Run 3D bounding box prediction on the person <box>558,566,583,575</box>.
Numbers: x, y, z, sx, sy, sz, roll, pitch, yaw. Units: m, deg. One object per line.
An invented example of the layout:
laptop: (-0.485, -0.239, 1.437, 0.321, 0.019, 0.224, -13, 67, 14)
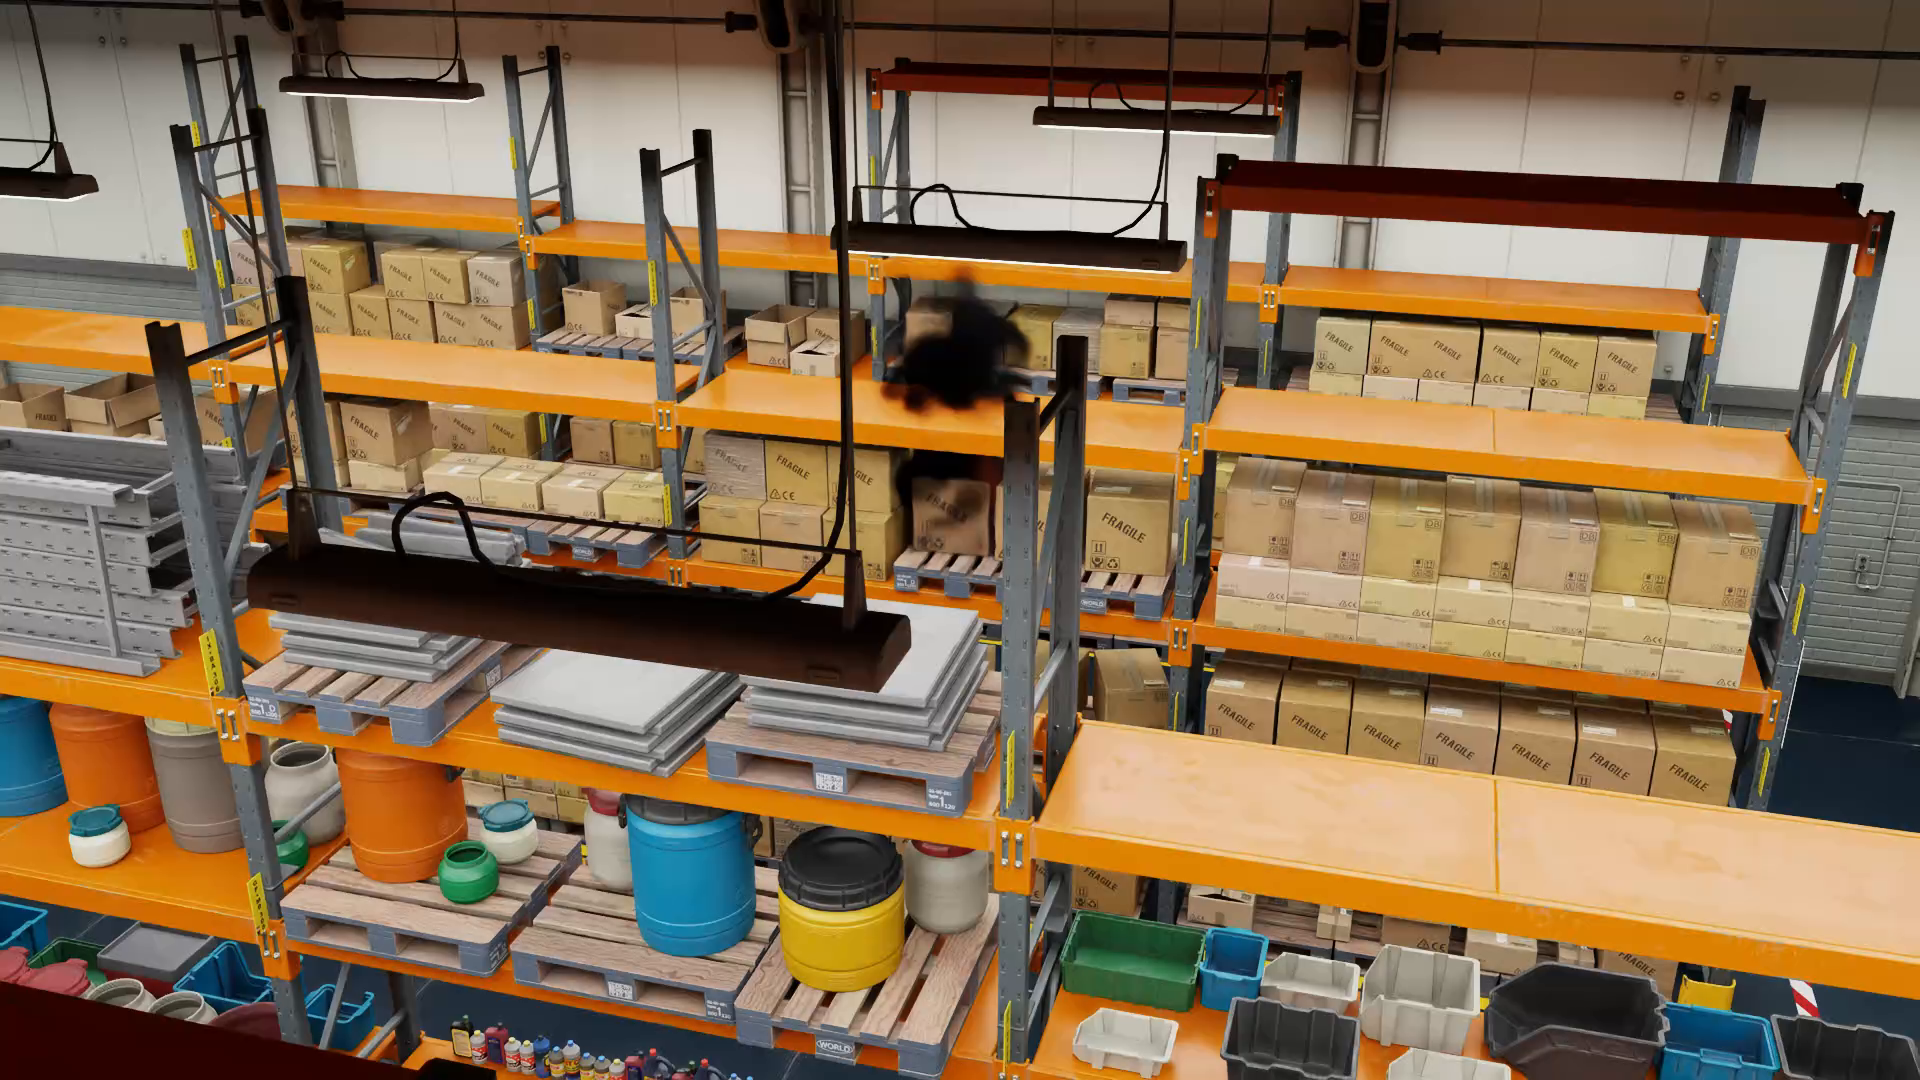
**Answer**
person: (-3.876, 0.858, 16.685, 0.530, 1.554, 0.512, 4, 23, 9)
